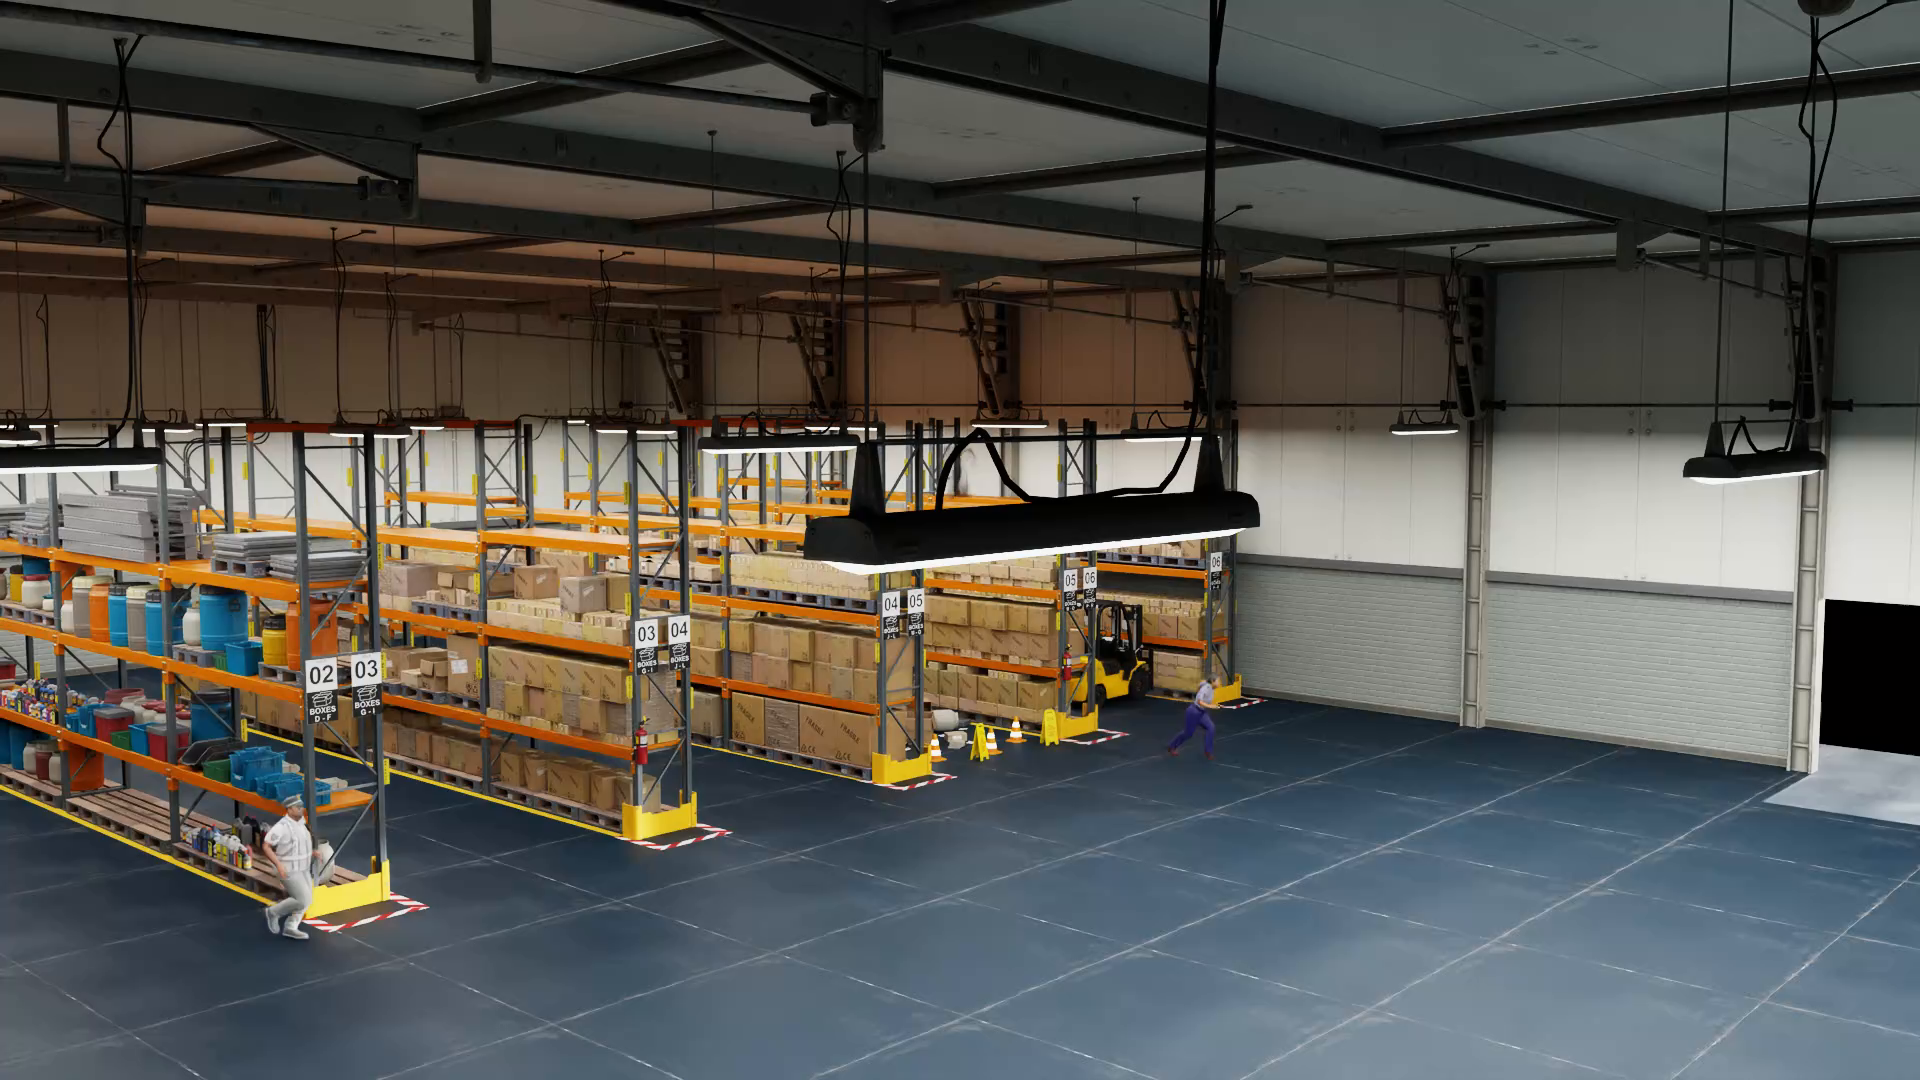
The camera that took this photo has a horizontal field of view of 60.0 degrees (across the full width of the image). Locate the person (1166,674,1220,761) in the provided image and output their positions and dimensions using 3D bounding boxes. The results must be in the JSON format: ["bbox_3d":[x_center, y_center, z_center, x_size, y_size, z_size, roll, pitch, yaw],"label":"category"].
[{"bbox_3d":[4.169,3.171,29.628,0.916,1.599,0.648,2,5,18],"label":"person"}]

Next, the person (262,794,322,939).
[{"bbox_3d":[-7.881,3.864,19.689,0.615,1.741,0.667,1,5,8],"label":"person"}]
